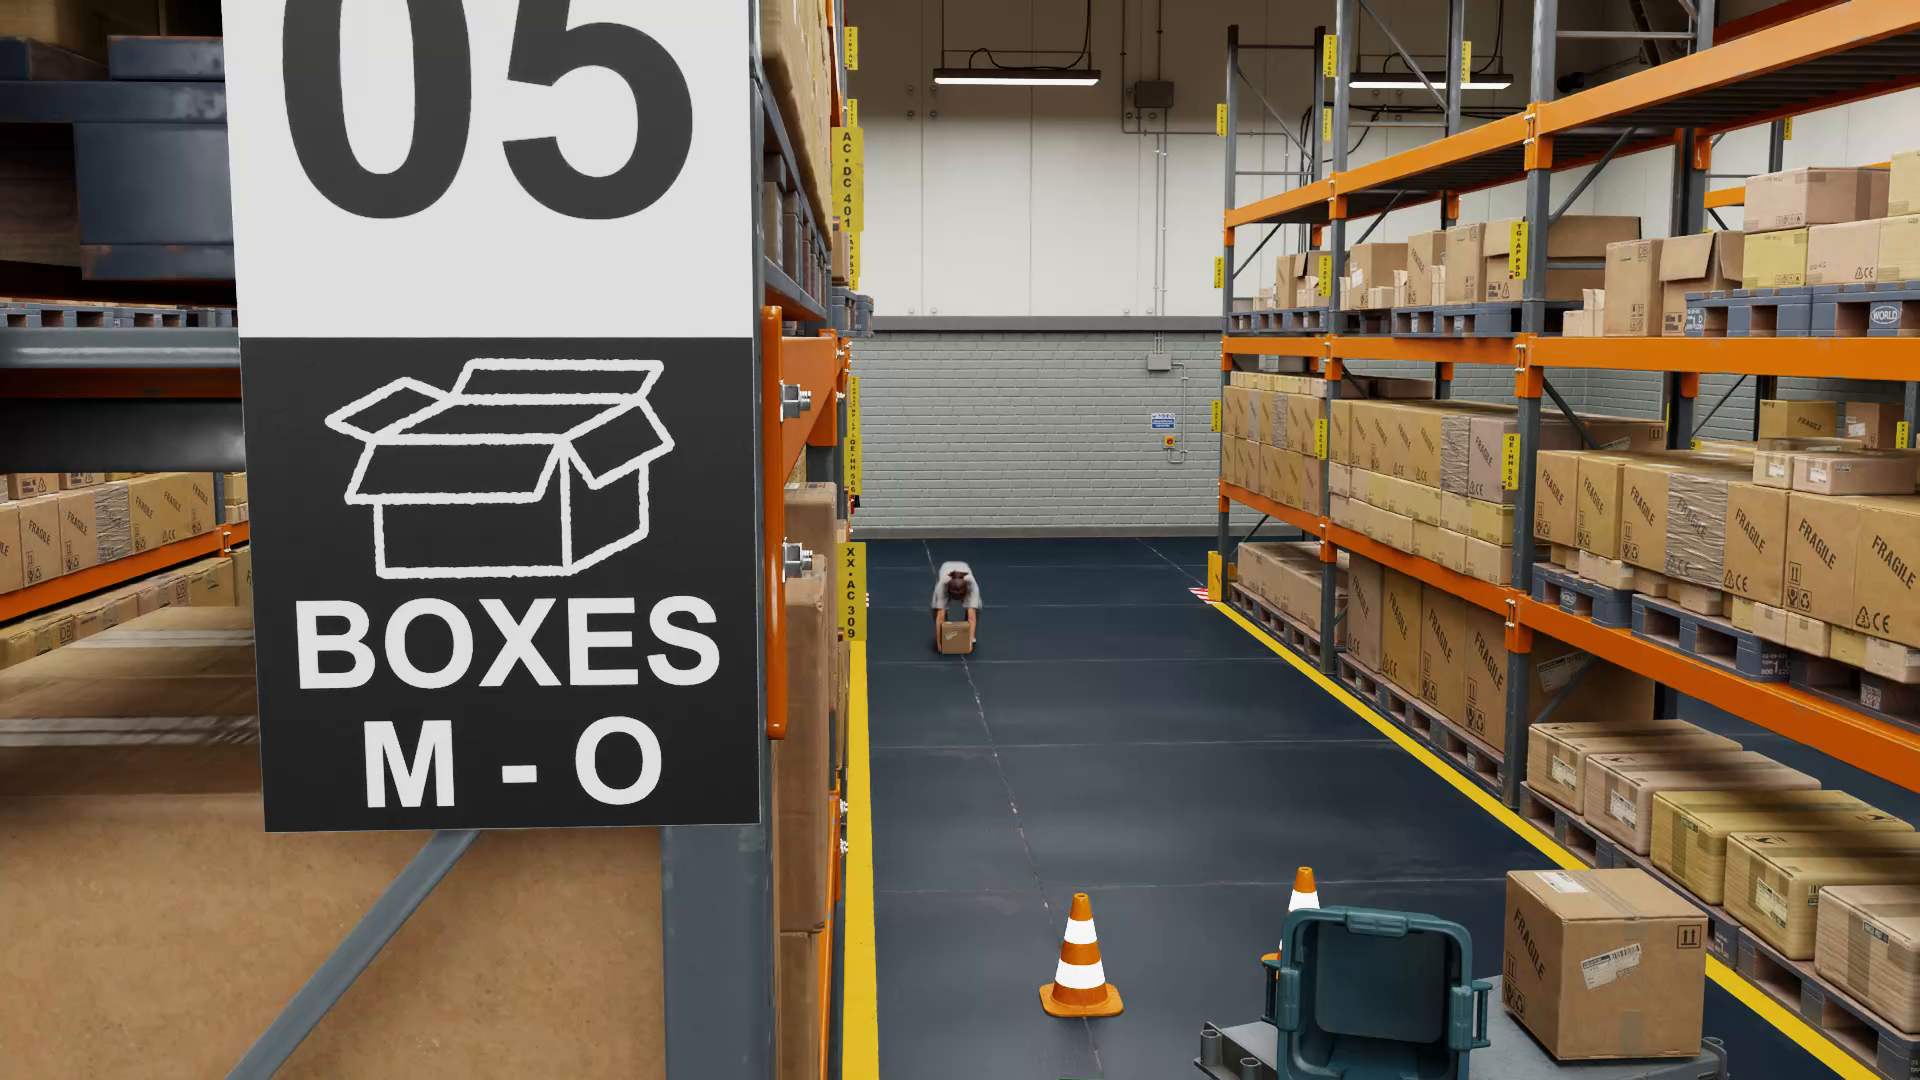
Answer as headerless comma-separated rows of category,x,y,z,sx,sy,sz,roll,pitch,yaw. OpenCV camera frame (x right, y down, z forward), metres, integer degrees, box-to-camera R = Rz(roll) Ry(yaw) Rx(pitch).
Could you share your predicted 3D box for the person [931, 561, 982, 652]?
person,-0.033,0.600,15.221,0.466,0.768,0.866,0,7,1
